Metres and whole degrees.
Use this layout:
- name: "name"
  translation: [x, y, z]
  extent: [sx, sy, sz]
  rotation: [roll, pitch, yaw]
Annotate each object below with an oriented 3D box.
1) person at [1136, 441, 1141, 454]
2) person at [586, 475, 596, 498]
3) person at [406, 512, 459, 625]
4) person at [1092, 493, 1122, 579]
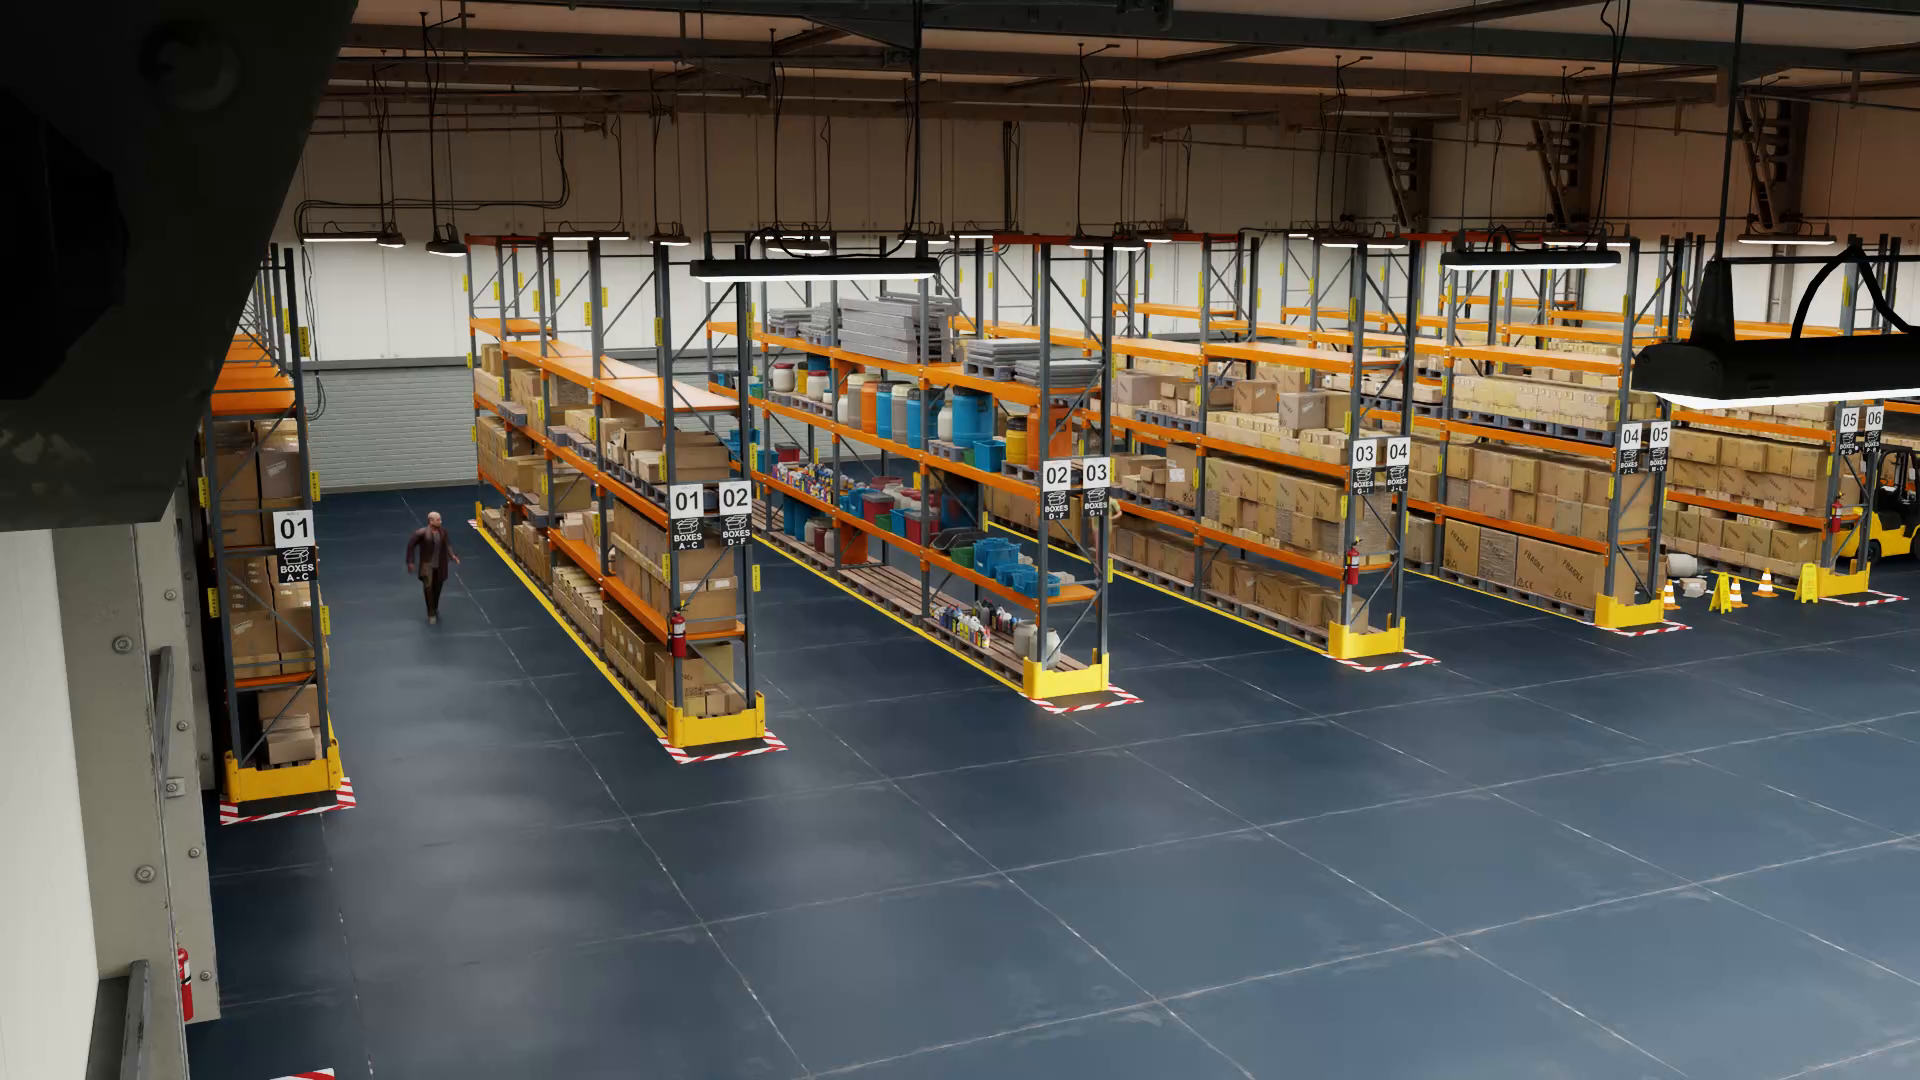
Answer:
- name: "person"
  translation: [4.704, -3.079, 44.431]
  extent: [0.582, 1.781, 0.486]
  rotation: [-4, 12, -18]
- name: "person"
  translation: [-7.865, -1.141, 34.950]
  extent: [0.475, 1.632, 0.611]
  rotation: [-8, 14, -37]
- name: "person"
  translation: [-8.419, 0.440, 26.517]
  extent: [0.776, 1.811, 0.936]
  rotation: [-5, 12, -25]
- name: "person"
  translation: [2.425, -0.110, 27.851]
  extent: [0.471, 1.712, 0.795]
  rotation: [-3, 11, -16]
